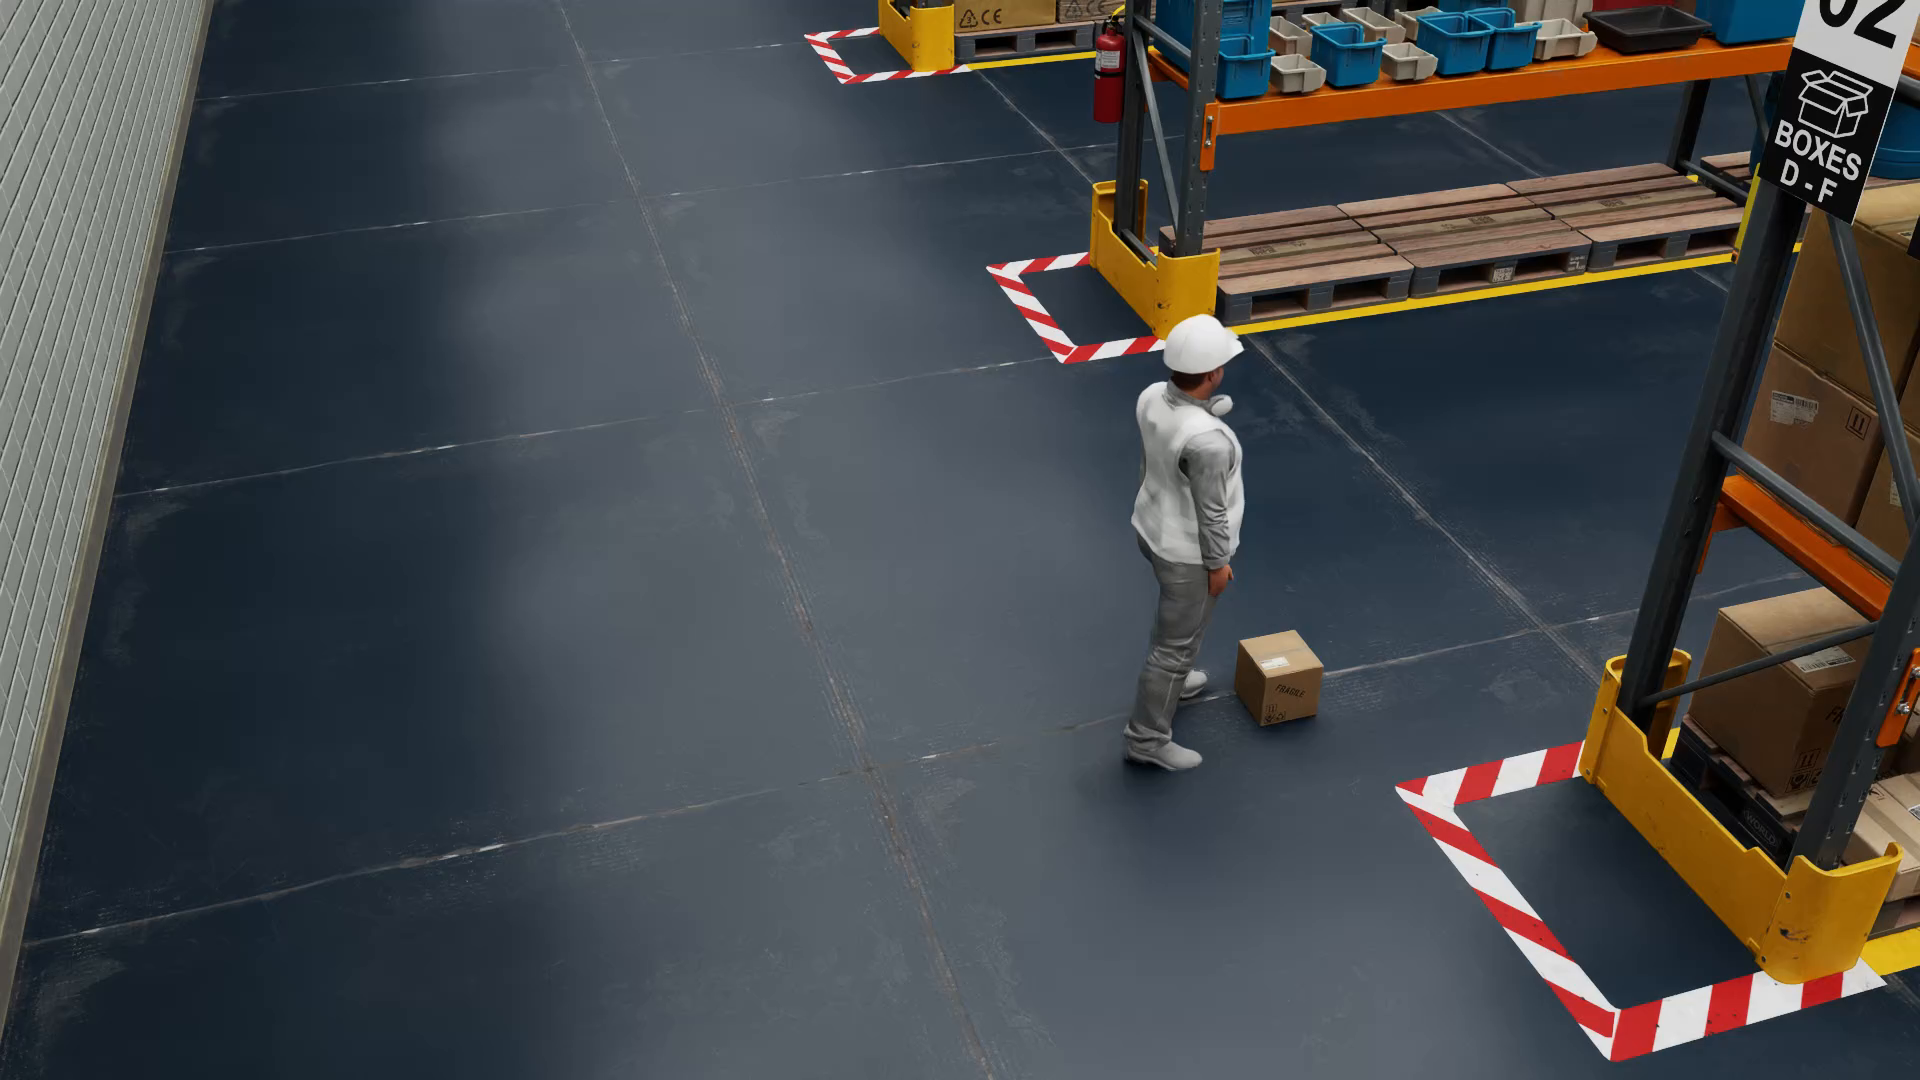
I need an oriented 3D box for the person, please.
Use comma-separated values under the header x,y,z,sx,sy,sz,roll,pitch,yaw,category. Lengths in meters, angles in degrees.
x,y,z,sx,sy,sz,roll,pitch,yaw,category
0.827,0.004,6.143,0.498,1.792,0.572,-10,35,-15,person
